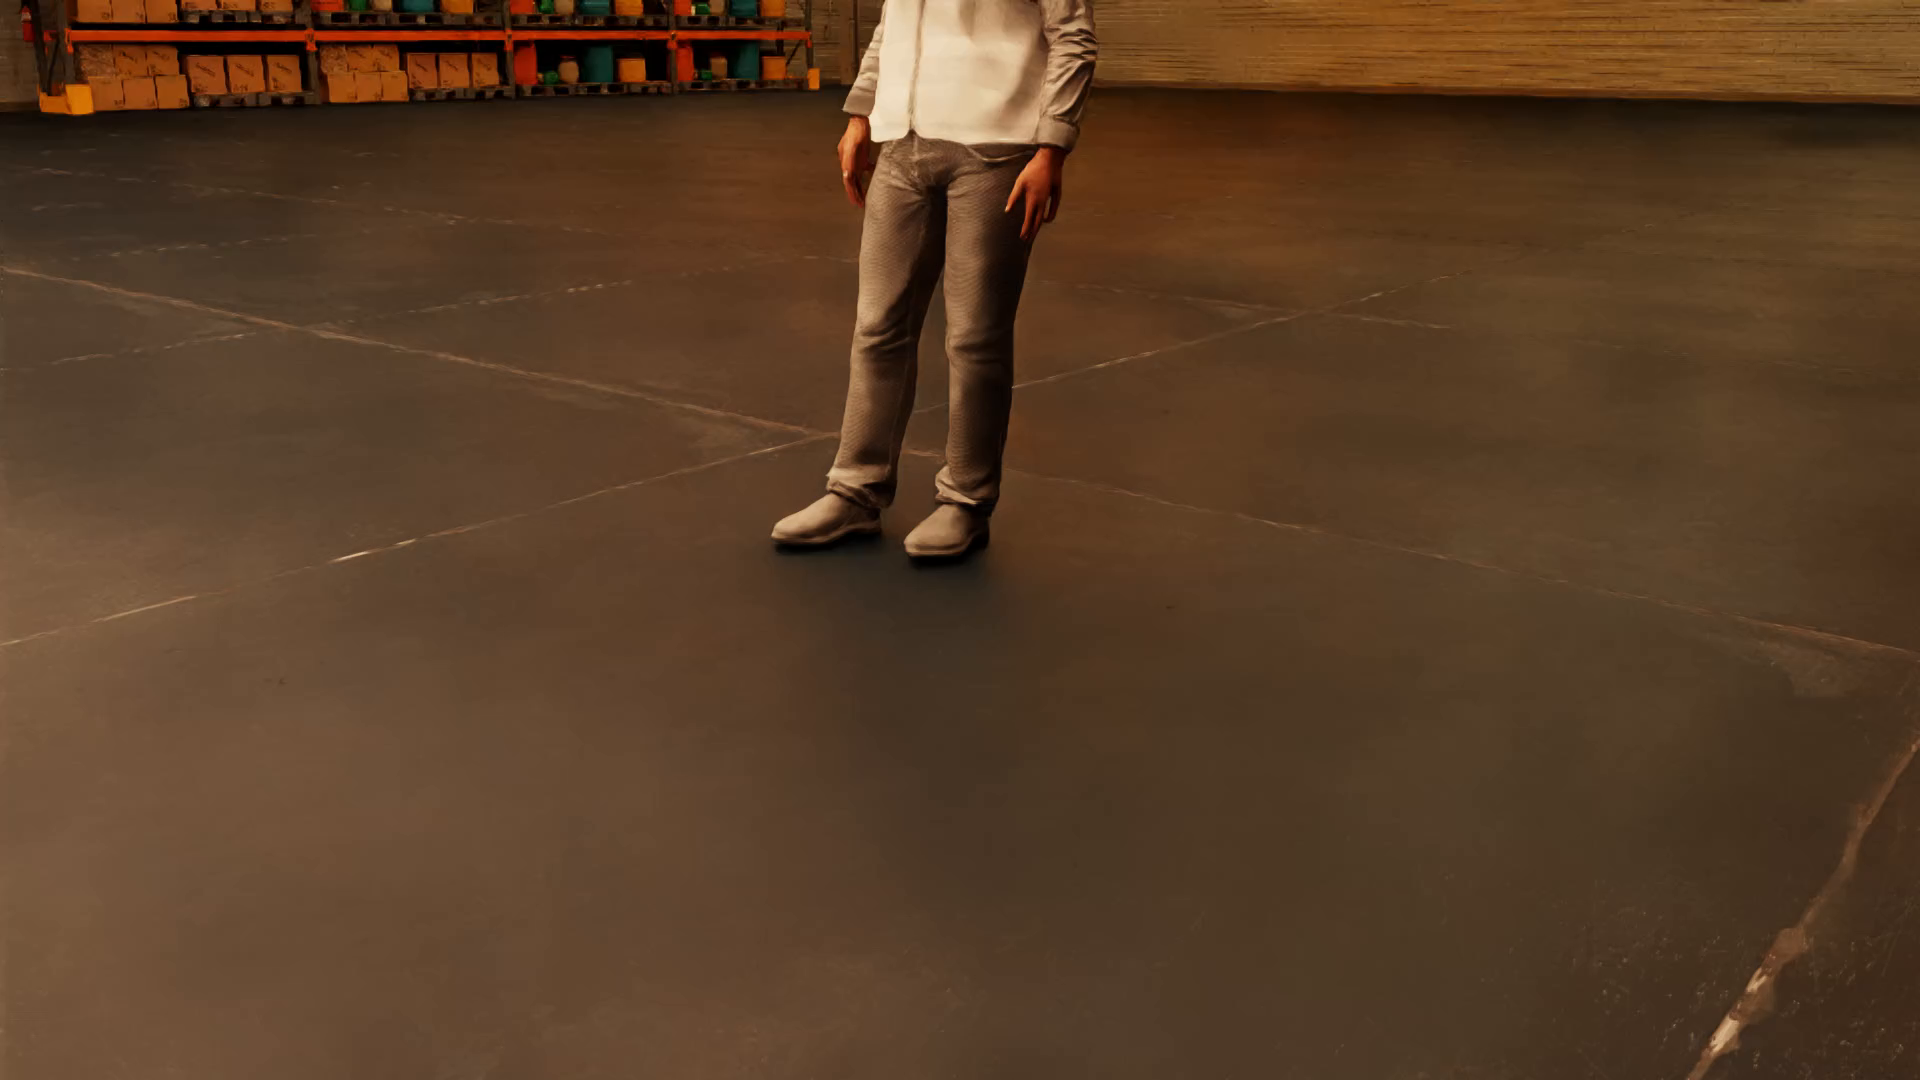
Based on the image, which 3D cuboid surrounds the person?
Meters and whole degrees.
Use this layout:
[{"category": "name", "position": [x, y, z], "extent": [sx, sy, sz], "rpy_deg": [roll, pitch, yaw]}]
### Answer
[{"category": "person", "position": [-0.047, -0.843, 3.640], "extent": [0.632, 1.773, 0.563], "rpy_deg": [13, 21, 37]}]
